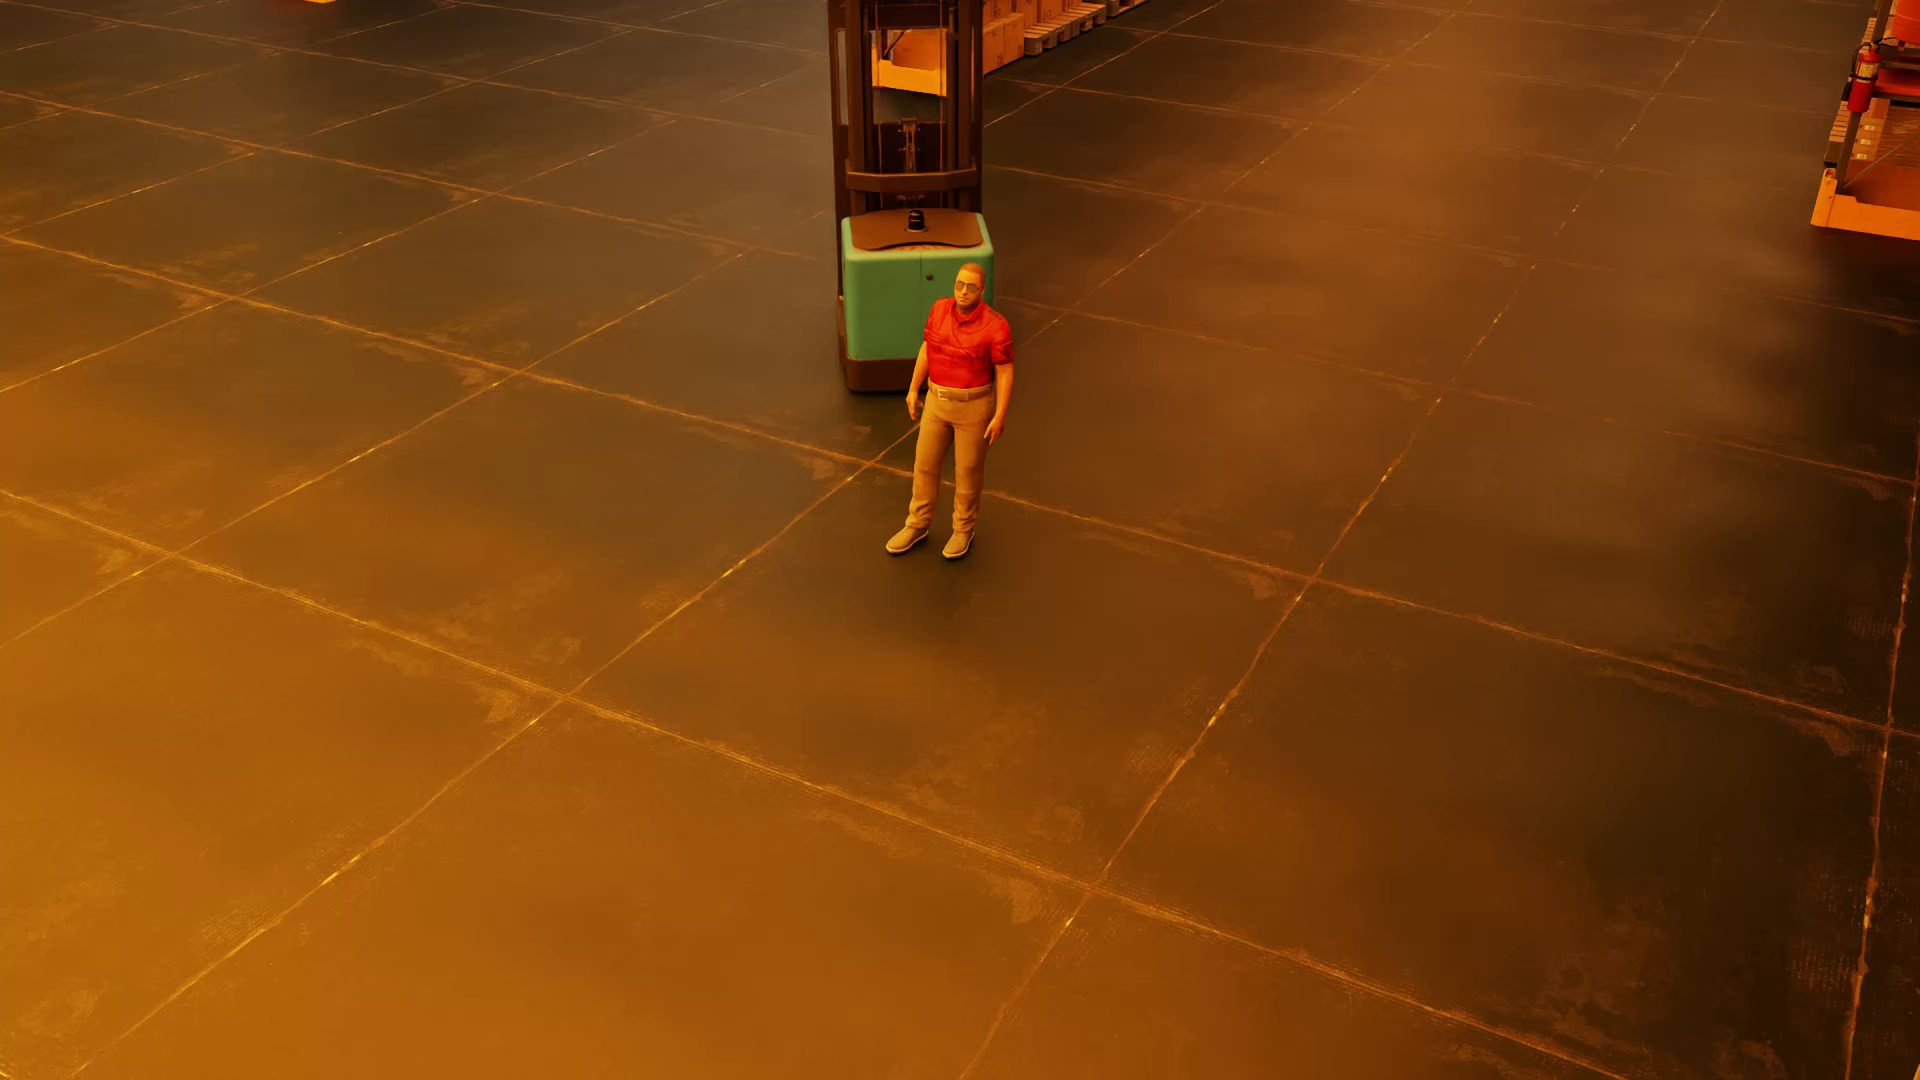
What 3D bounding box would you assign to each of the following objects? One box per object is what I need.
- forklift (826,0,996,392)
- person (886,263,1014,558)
[{"bbox_3d":[-0.406,-3.020,12.303,1.130,2.935,3.031,-3,30,-5],"label":"forklift"},{"bbox_3d":[-0.053,-0.719,9.504,0.642,1.727,0.550,15,33,25],"label":"person"}]
